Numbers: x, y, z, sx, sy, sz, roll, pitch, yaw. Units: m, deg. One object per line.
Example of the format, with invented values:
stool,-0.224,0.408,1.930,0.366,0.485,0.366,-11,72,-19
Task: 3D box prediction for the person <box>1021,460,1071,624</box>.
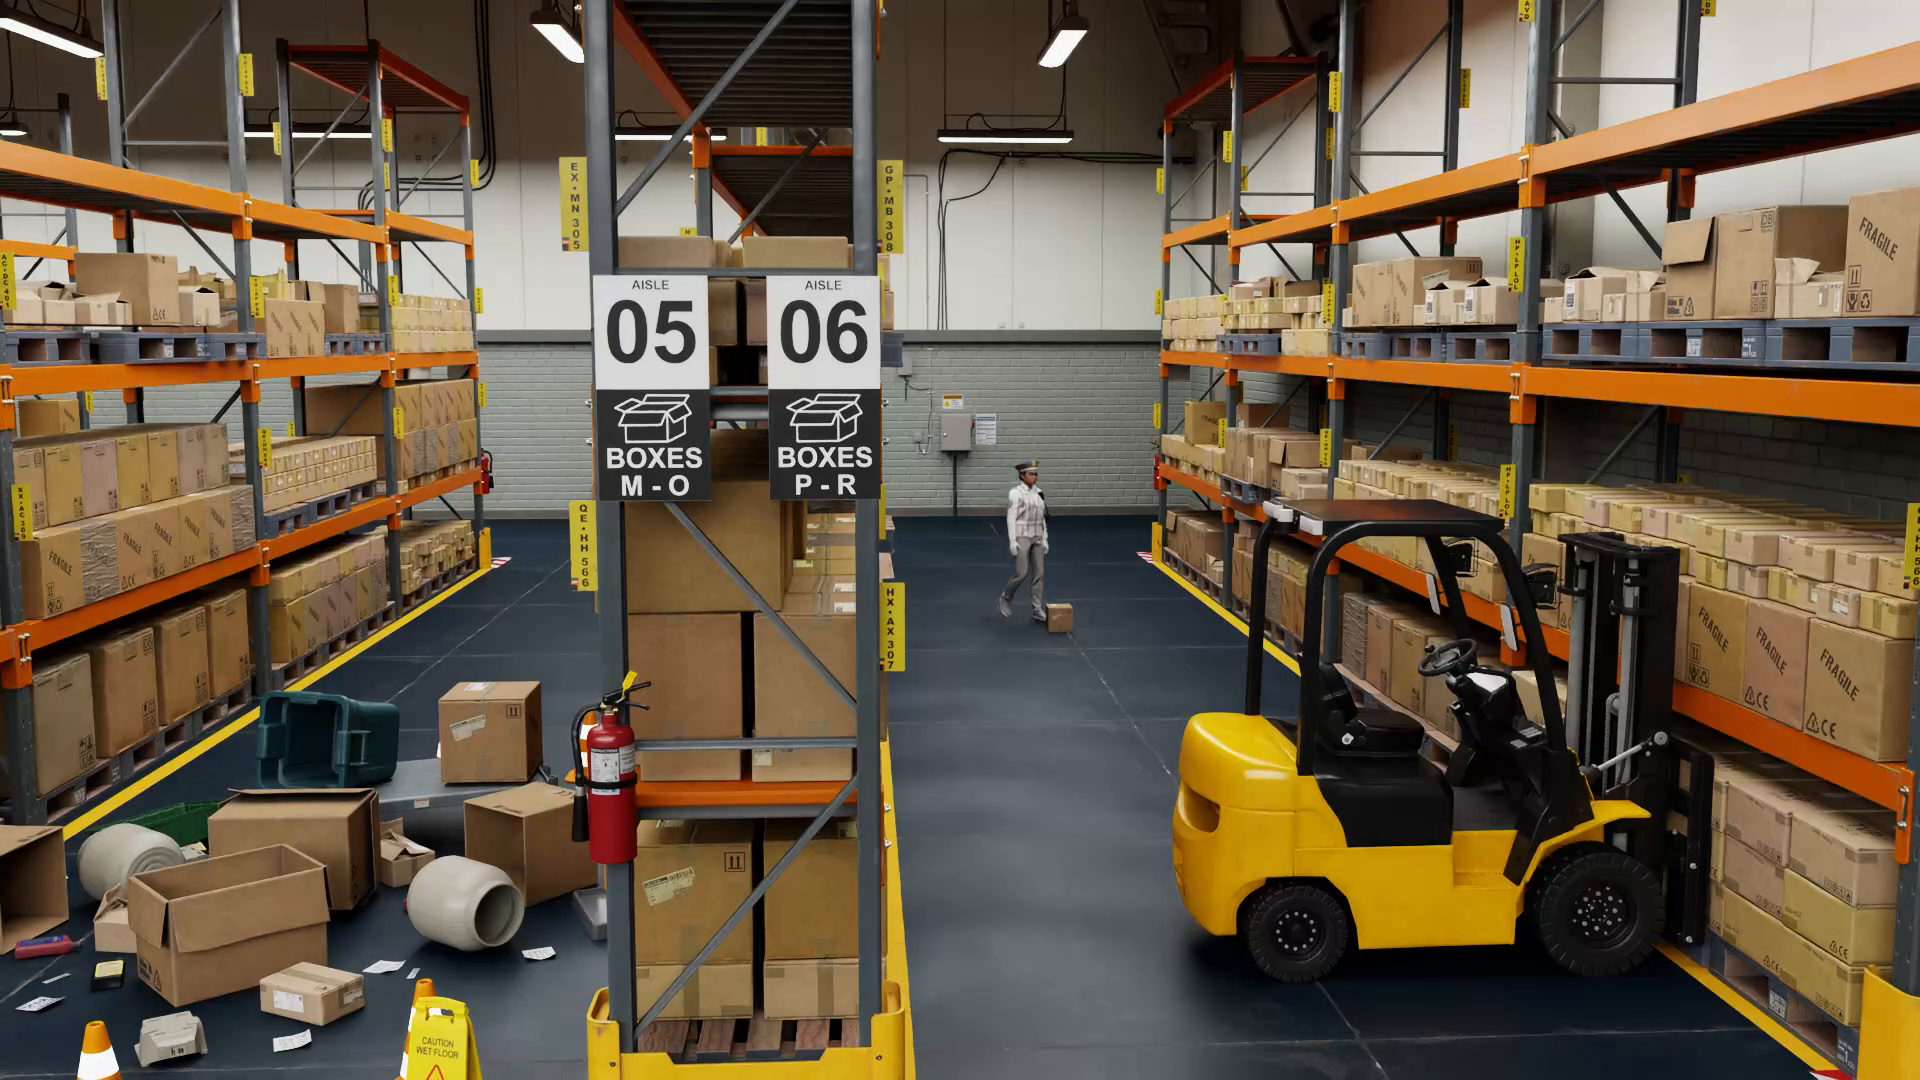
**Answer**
person,0.897,0.006,17.486,0.554,1.710,0.363,-5,8,-33
